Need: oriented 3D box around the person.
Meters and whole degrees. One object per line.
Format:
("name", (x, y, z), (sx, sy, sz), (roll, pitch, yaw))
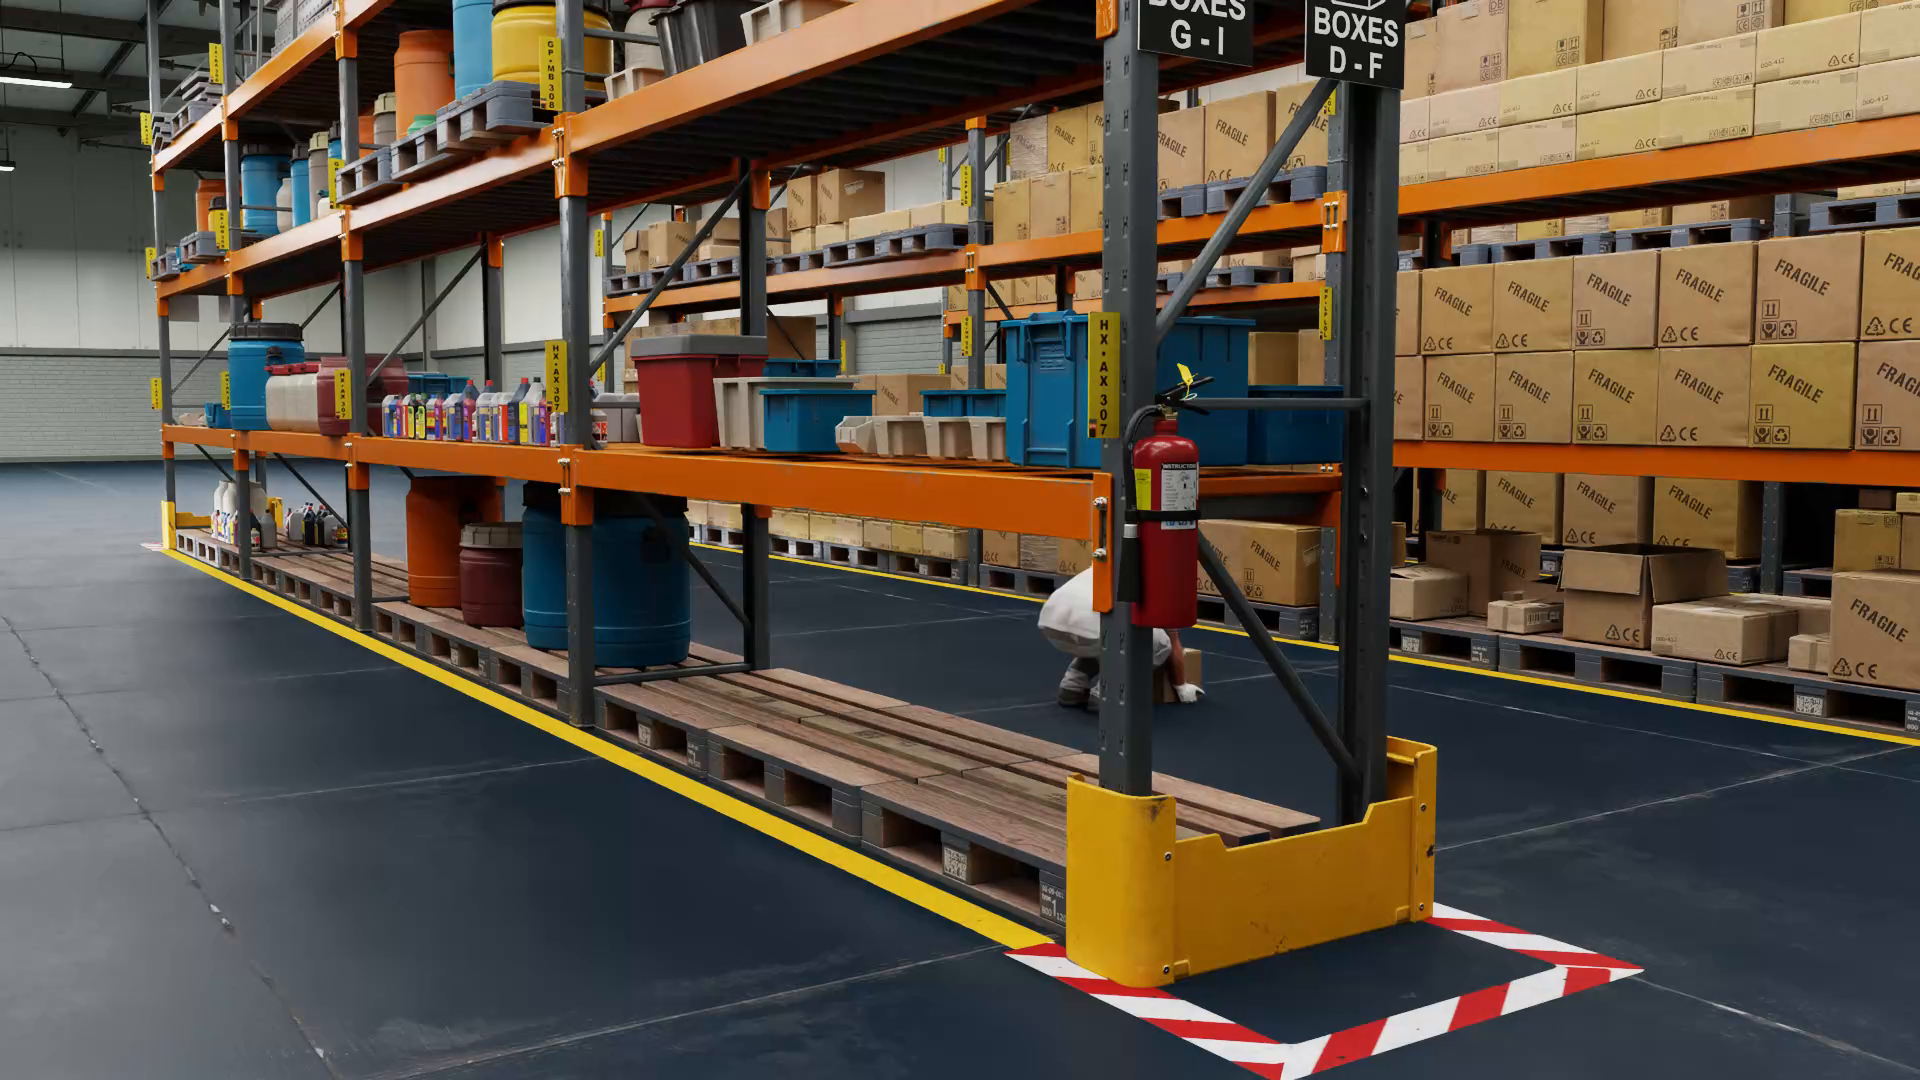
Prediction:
("person", (0.816, 0.482, 8.420), (0.920, 0.869, 0.546), (-3, 6, -34))
